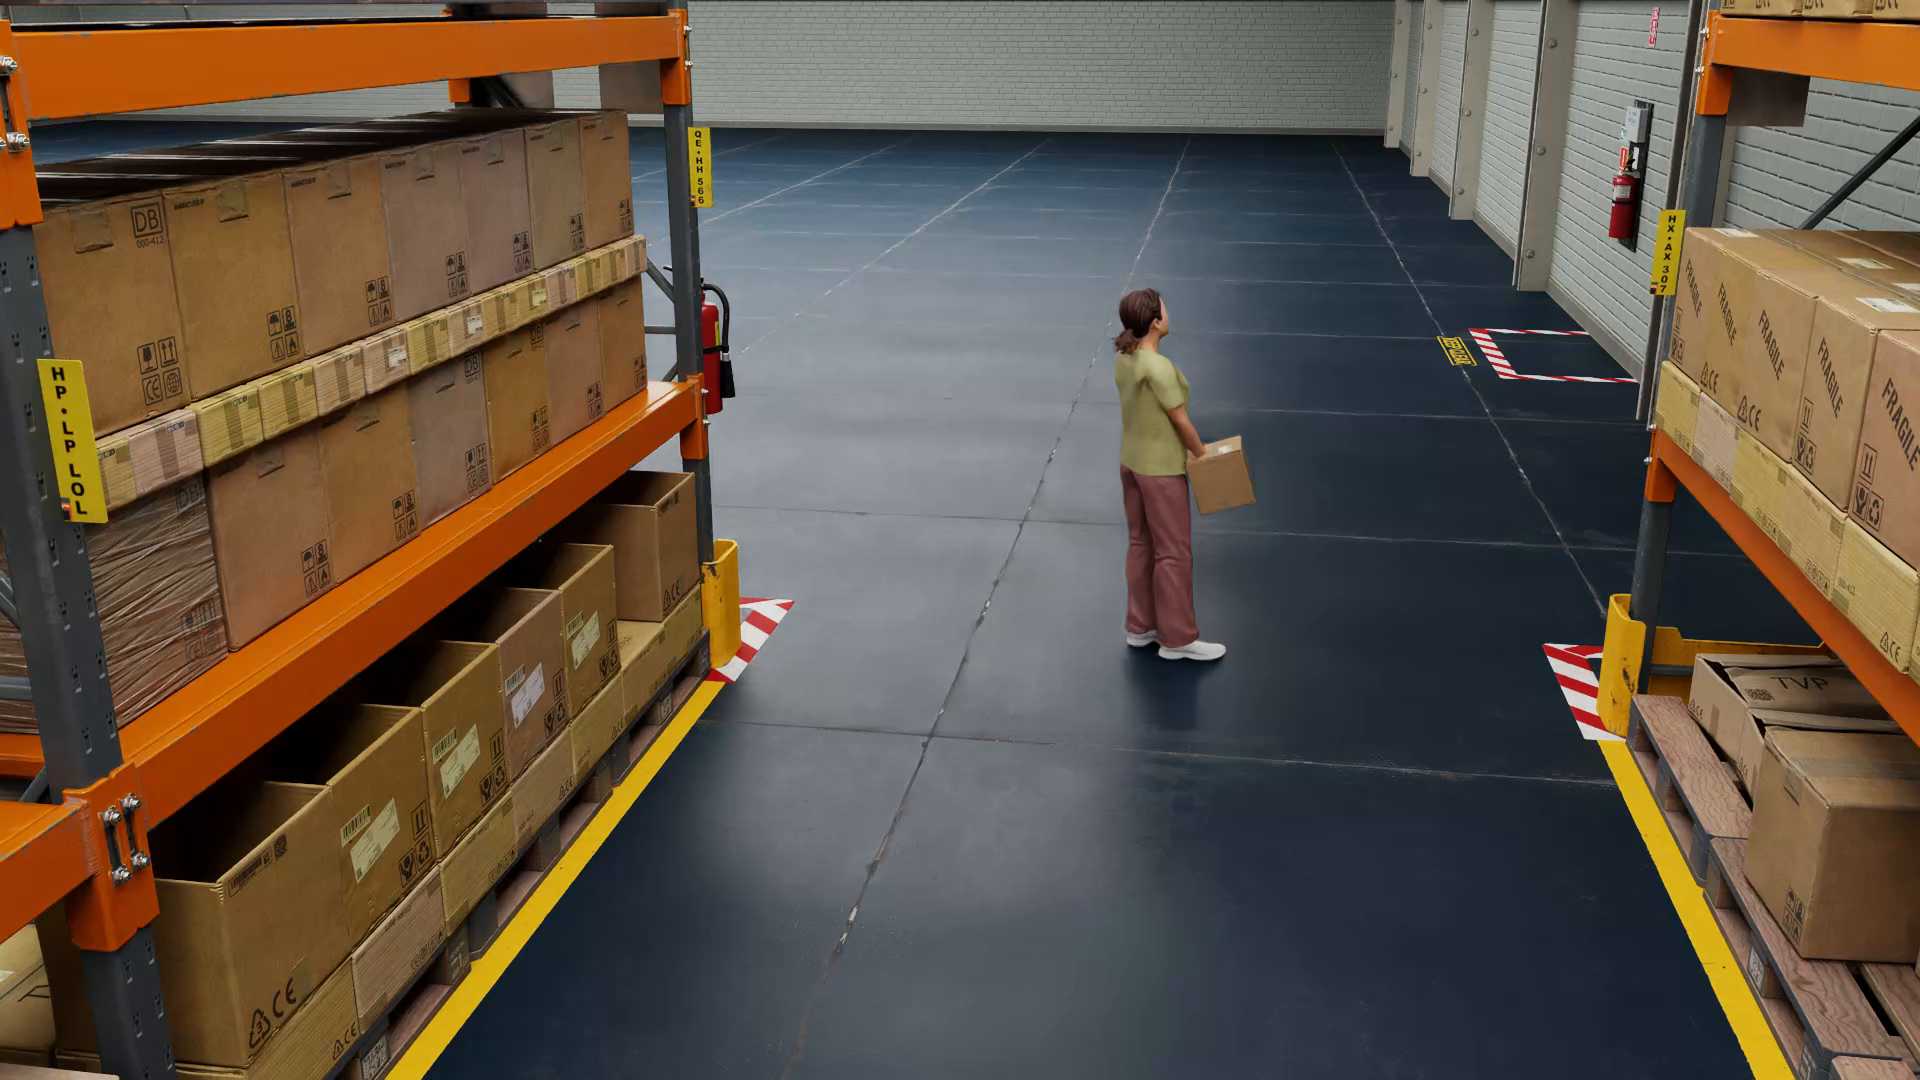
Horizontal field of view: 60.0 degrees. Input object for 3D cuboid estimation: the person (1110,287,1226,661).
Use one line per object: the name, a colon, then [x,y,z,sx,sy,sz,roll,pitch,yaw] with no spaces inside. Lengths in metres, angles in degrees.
person: [0.903,-0.296,7.453,0.487,1.680,0.510,-8,20,-24]
